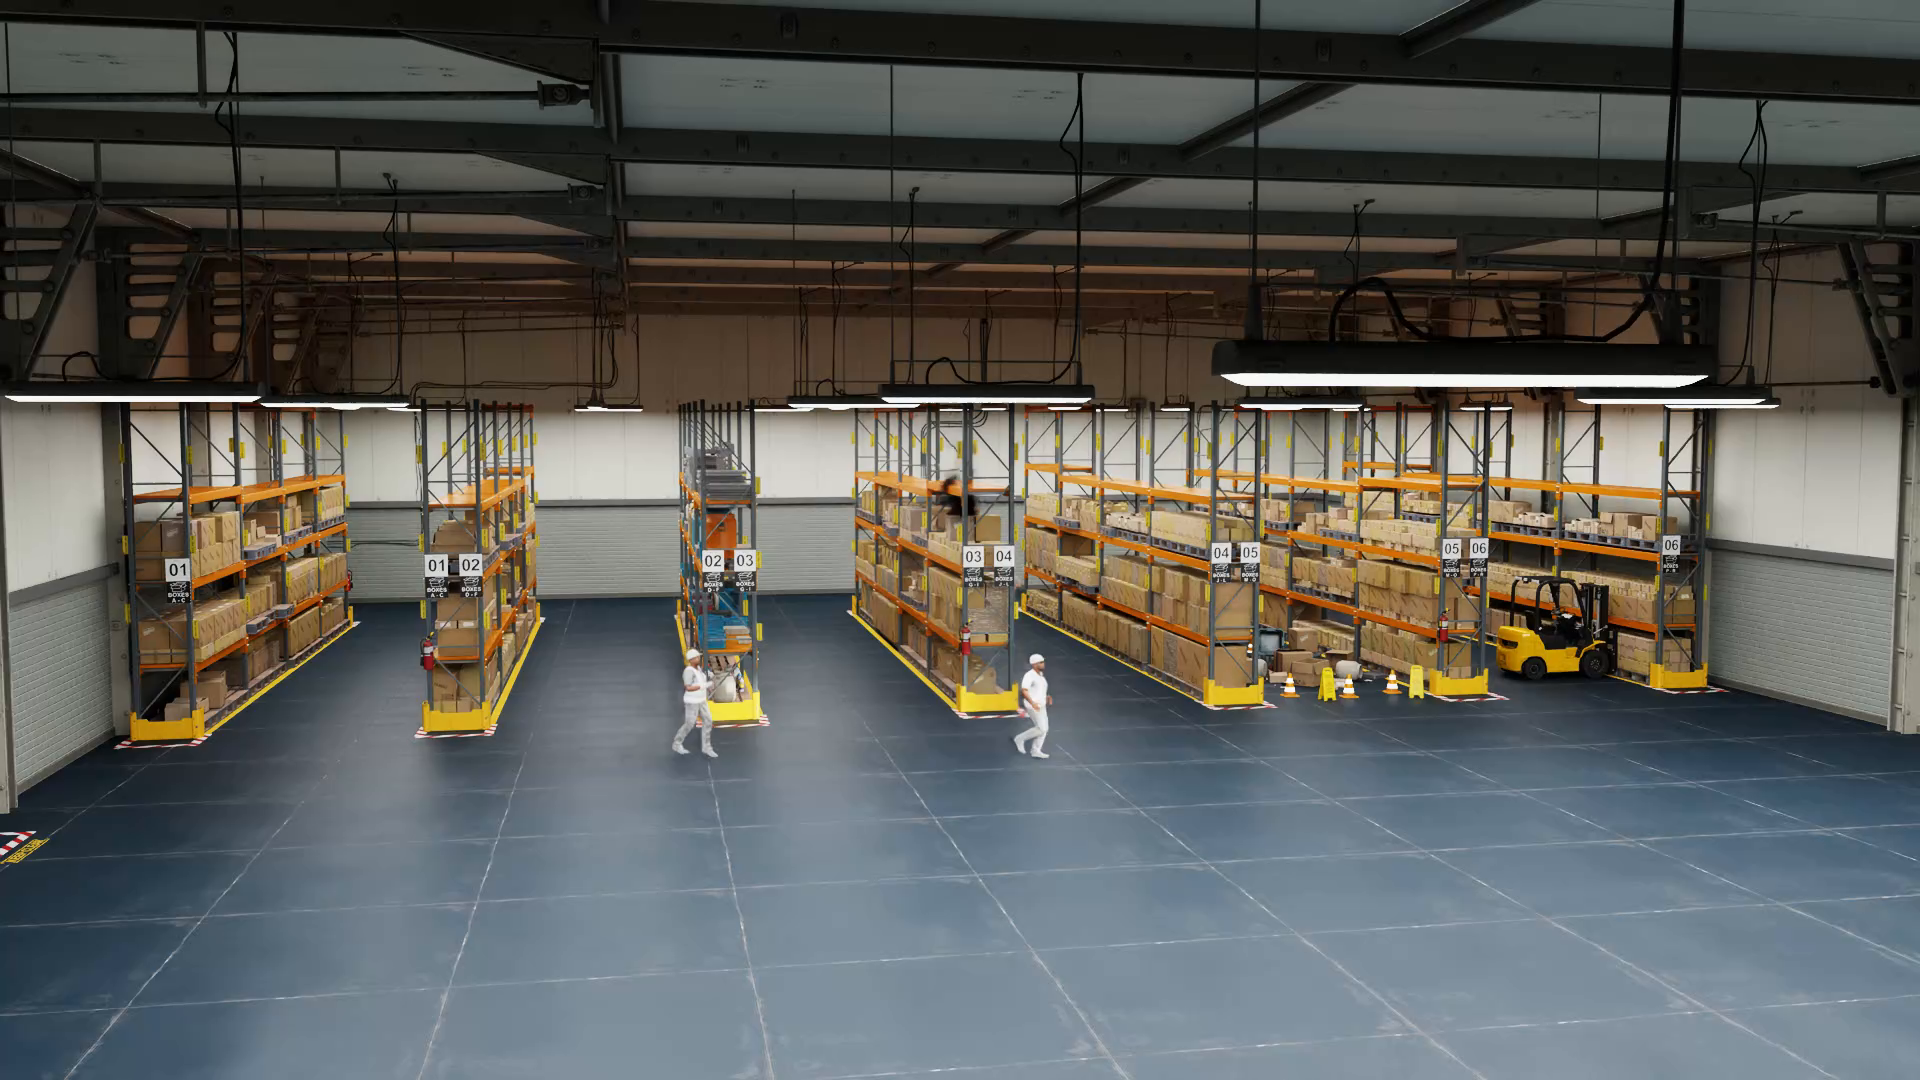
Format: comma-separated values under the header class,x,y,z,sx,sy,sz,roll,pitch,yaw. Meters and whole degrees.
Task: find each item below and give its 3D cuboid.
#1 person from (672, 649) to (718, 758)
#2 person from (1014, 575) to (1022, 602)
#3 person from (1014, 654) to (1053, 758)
class,x,y,z,sx,sy,sz,roll,pitch,yaw
person,-4.433,2.731,27.708,0.775,1.835,0.664,1,4,16
person,1.375,1.540,44.594,0.539,1.726,0.762,0,4,-6
person,1.219,2.766,27.787,0.578,1.738,0.720,2,5,20
